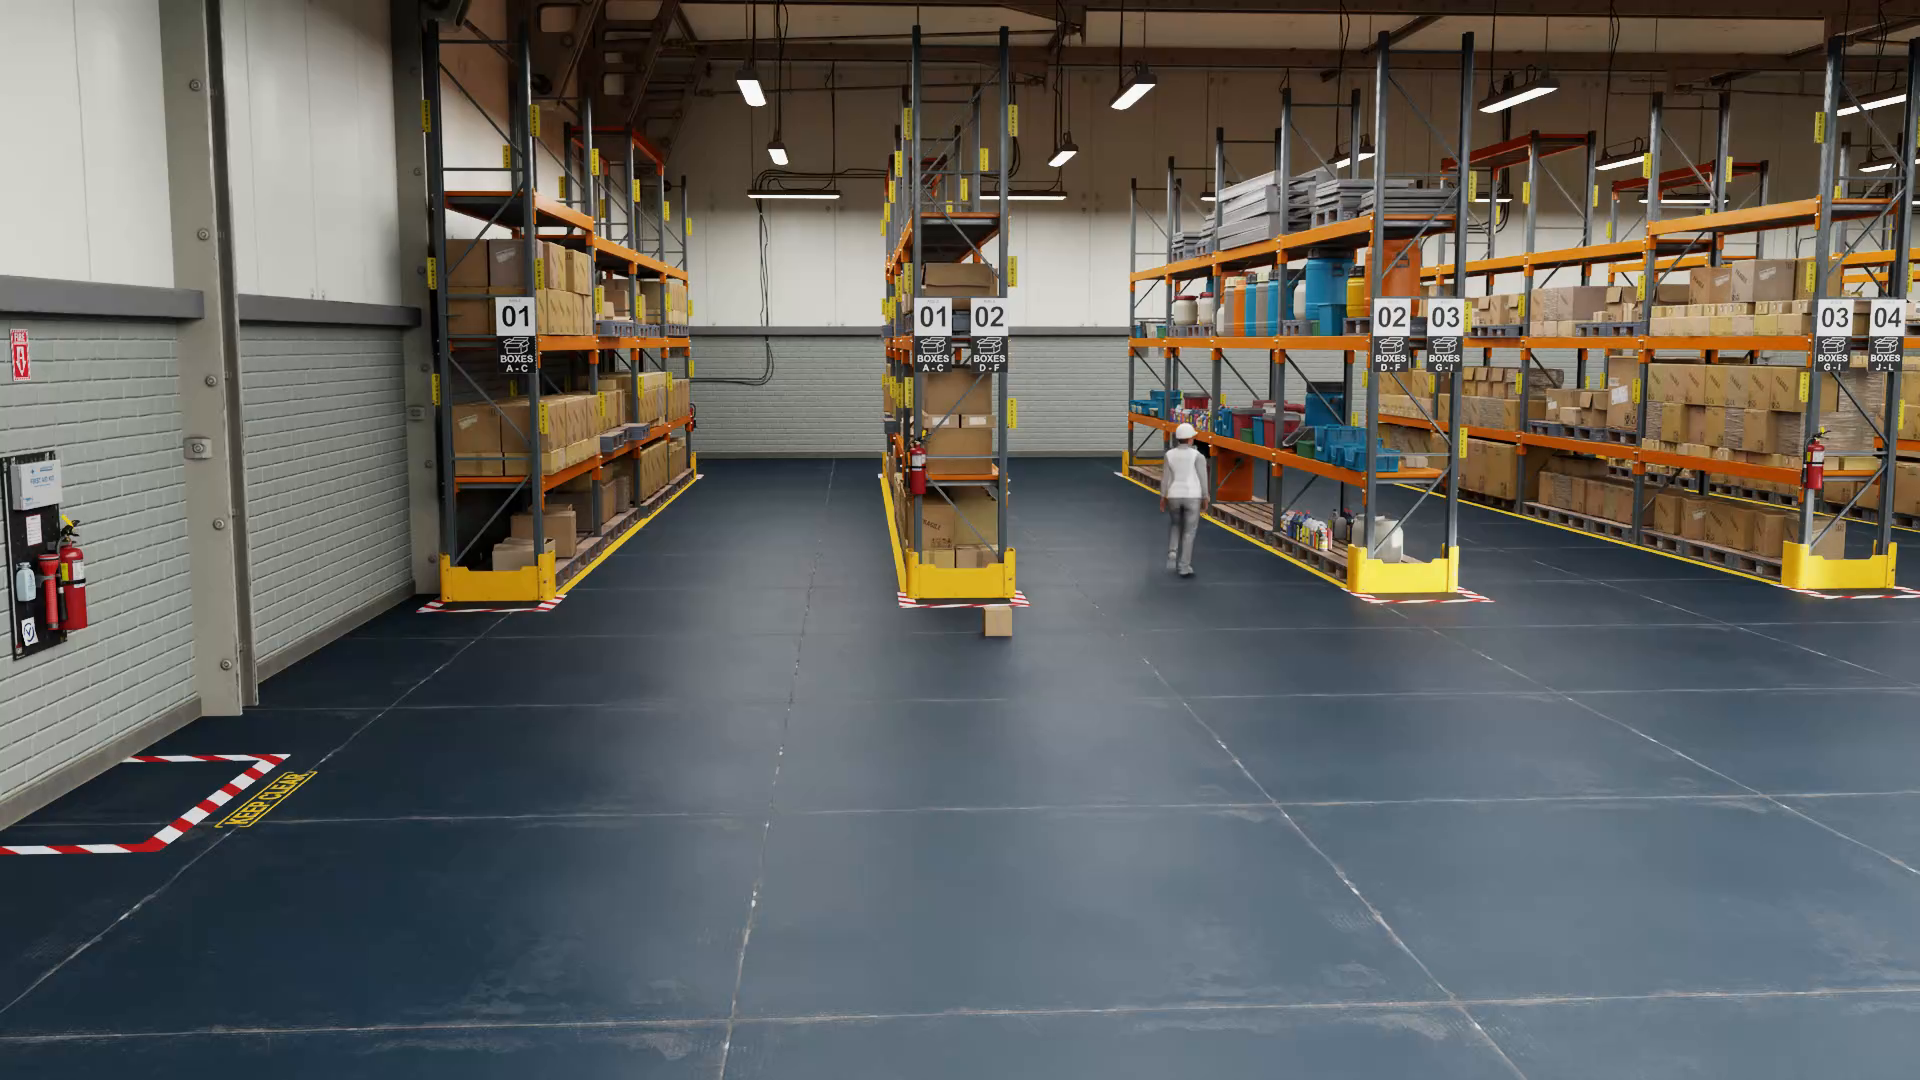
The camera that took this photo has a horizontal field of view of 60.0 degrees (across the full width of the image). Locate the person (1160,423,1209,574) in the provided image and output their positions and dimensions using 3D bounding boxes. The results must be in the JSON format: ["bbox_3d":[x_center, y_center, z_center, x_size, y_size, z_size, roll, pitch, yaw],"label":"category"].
[{"bbox_3d":[2.661,-0.493,19.544,0.578,1.766,0.459,4,8,29],"label":"person"}]
